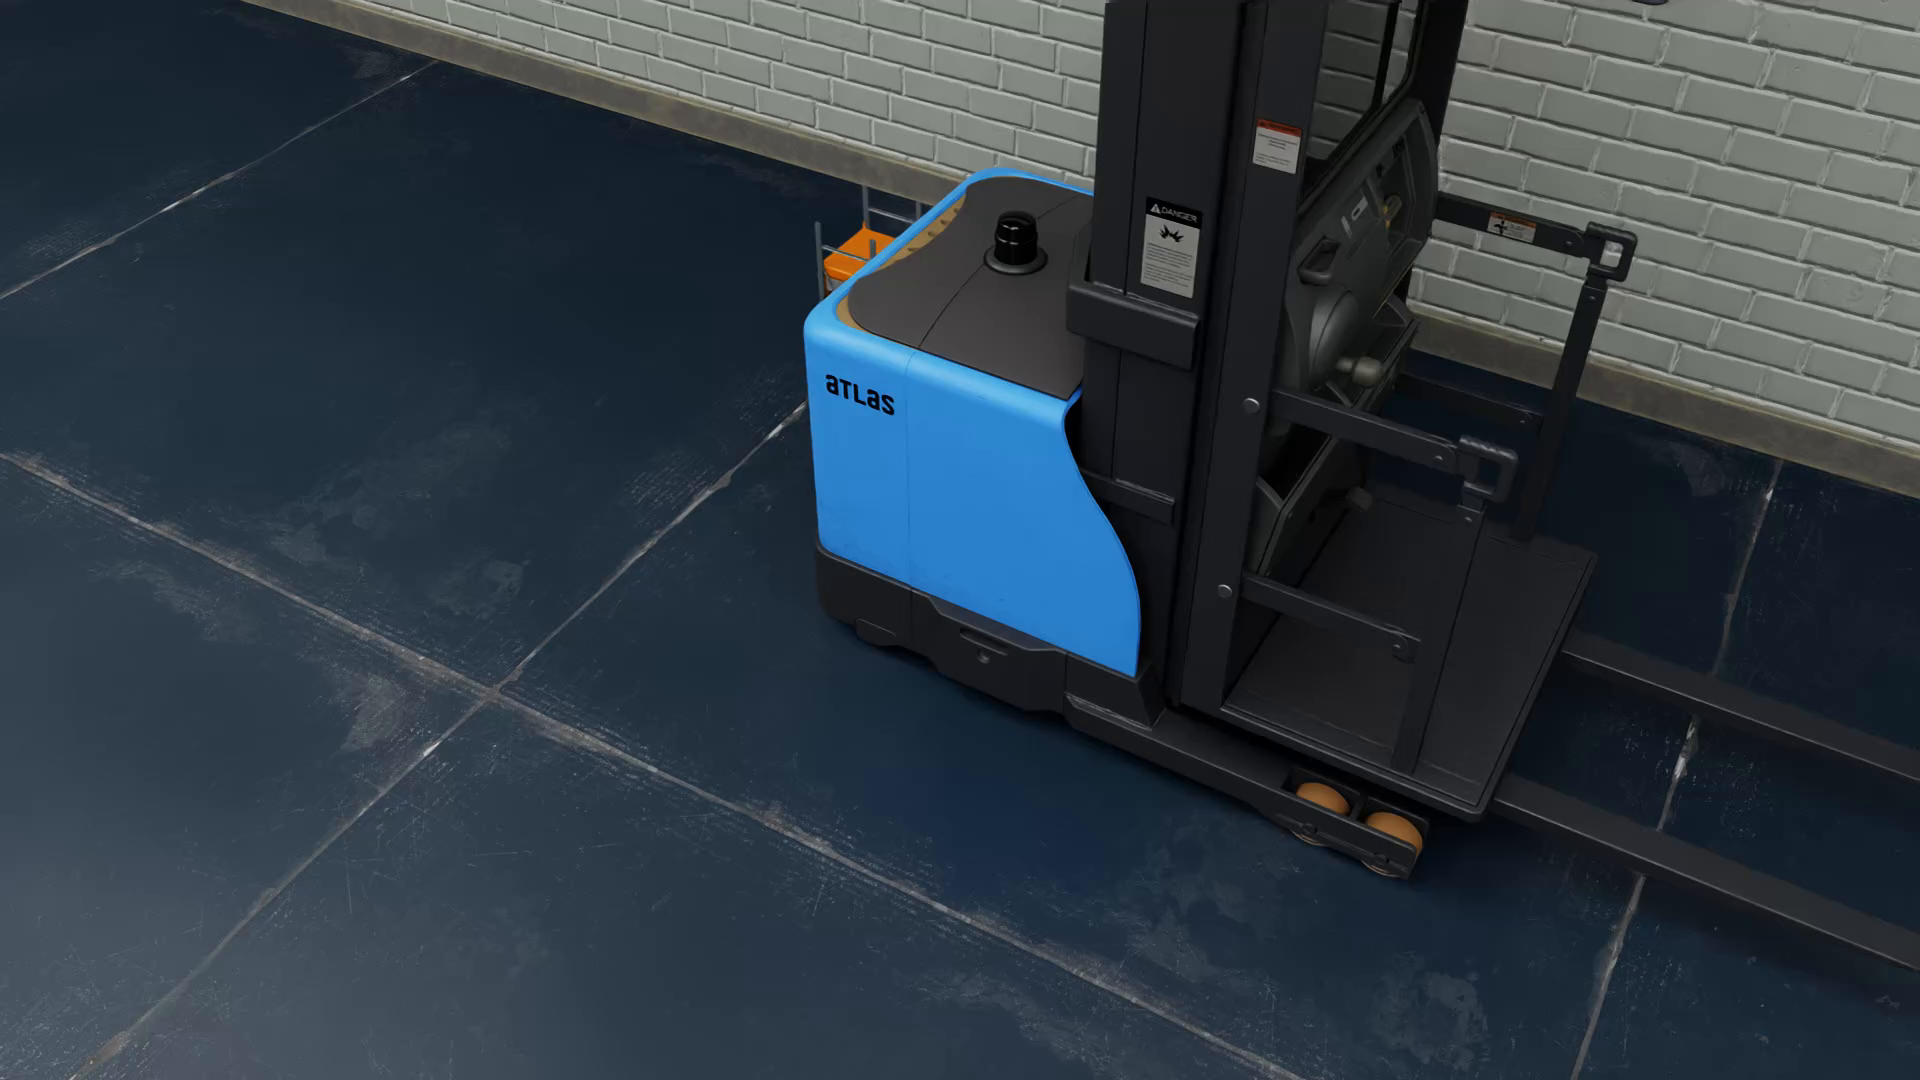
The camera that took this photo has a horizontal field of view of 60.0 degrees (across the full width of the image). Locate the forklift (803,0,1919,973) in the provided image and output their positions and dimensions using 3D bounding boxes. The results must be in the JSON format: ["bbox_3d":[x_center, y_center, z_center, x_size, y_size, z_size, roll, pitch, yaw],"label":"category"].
[{"bbox_3d":[1.108,-0.642,3.762,3.031,2.935,1.130,21,46,22],"label":"forklift"}]

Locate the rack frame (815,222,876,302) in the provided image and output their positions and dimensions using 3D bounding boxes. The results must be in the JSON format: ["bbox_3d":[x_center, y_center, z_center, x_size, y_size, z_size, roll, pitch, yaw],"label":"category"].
[{"bbox_3d":[-0.321,-0.467,4.986,0.200,1.050,0.008,21,46,23],"label":"rack frame"}]

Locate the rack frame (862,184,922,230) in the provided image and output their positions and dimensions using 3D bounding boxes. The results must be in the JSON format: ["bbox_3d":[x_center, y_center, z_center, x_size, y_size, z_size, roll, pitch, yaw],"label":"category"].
[{"bbox_3d":[-0.196,-0.605,5.143,0.200,1.050,0.008,21,46,23],"label":"rack frame"}]

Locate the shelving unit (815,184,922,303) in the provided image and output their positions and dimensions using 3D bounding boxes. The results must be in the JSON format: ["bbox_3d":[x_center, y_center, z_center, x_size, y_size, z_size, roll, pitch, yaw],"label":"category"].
[{"bbox_3d":[-0.259,-0.536,5.064,0.215,1.050,0.252,21,46,23],"label":"shelving unit"}]

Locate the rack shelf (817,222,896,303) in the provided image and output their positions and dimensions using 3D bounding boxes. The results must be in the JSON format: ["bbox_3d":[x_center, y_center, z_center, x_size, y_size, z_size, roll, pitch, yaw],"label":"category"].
[{"bbox_3d":[-0.259,-0.741,4.884,0.215,0.259,0.240,21,46,23],"label":"rack shelf"}]
